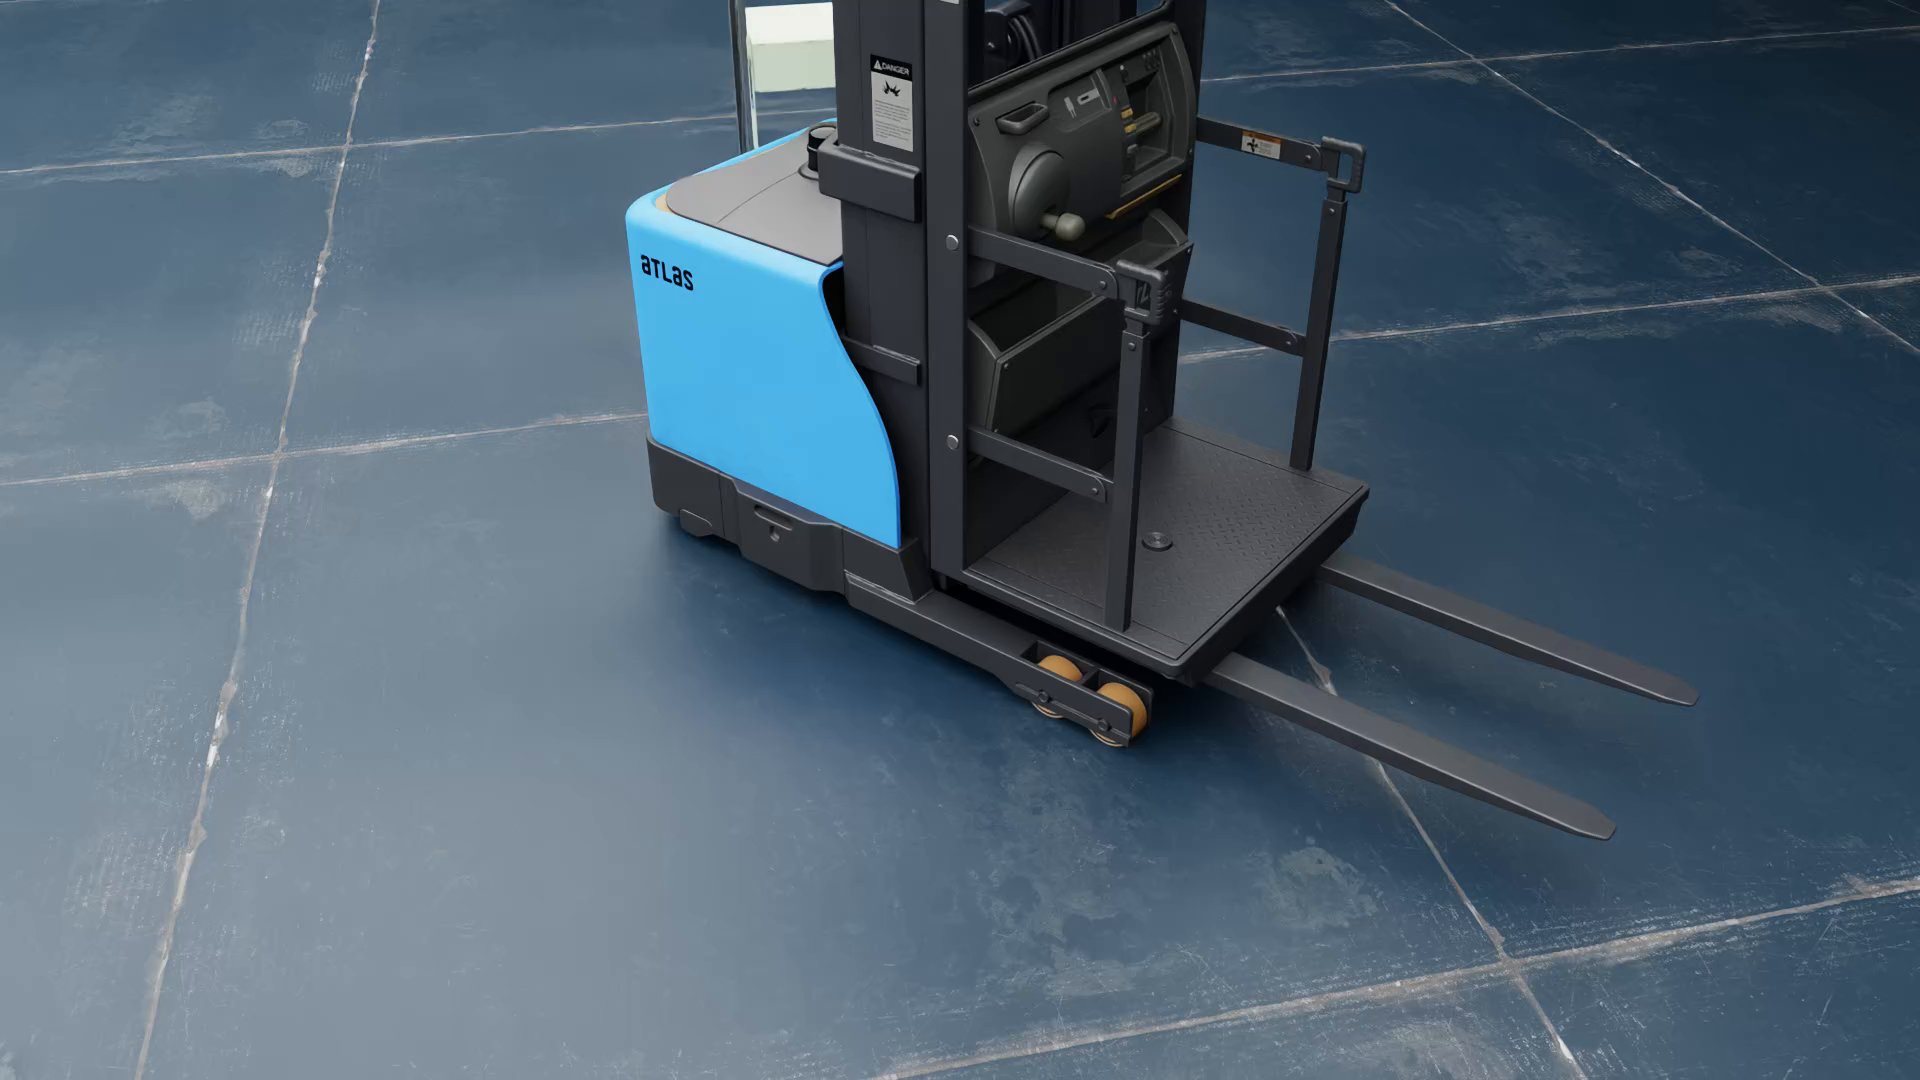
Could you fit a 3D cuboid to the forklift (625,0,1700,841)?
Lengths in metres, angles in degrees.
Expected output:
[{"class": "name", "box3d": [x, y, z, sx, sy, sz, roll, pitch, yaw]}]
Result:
[{"class": "forklift", "box3d": [0.495, -1.004, 4.116, 3.031, 2.935, 1.130, 23, 40, 30]}]

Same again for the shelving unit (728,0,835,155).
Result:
[{"class": "shelving unit", "box3d": [-0.363, -1.256, 5.772, 0.755, 1.500, 0.431, -7, 34, -10]}]

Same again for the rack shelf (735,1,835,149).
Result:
[{"class": "rack shelf", "box3d": [-0.364, -1.581, 5.557, 0.720, 0.370, 0.431, -7, 34, -10]}]

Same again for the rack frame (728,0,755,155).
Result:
[{"class": "rack frame", "box3d": [-0.721, -1.213, 5.708, 0.023, 1.500, 0.400, -7, 34, -10]}]
